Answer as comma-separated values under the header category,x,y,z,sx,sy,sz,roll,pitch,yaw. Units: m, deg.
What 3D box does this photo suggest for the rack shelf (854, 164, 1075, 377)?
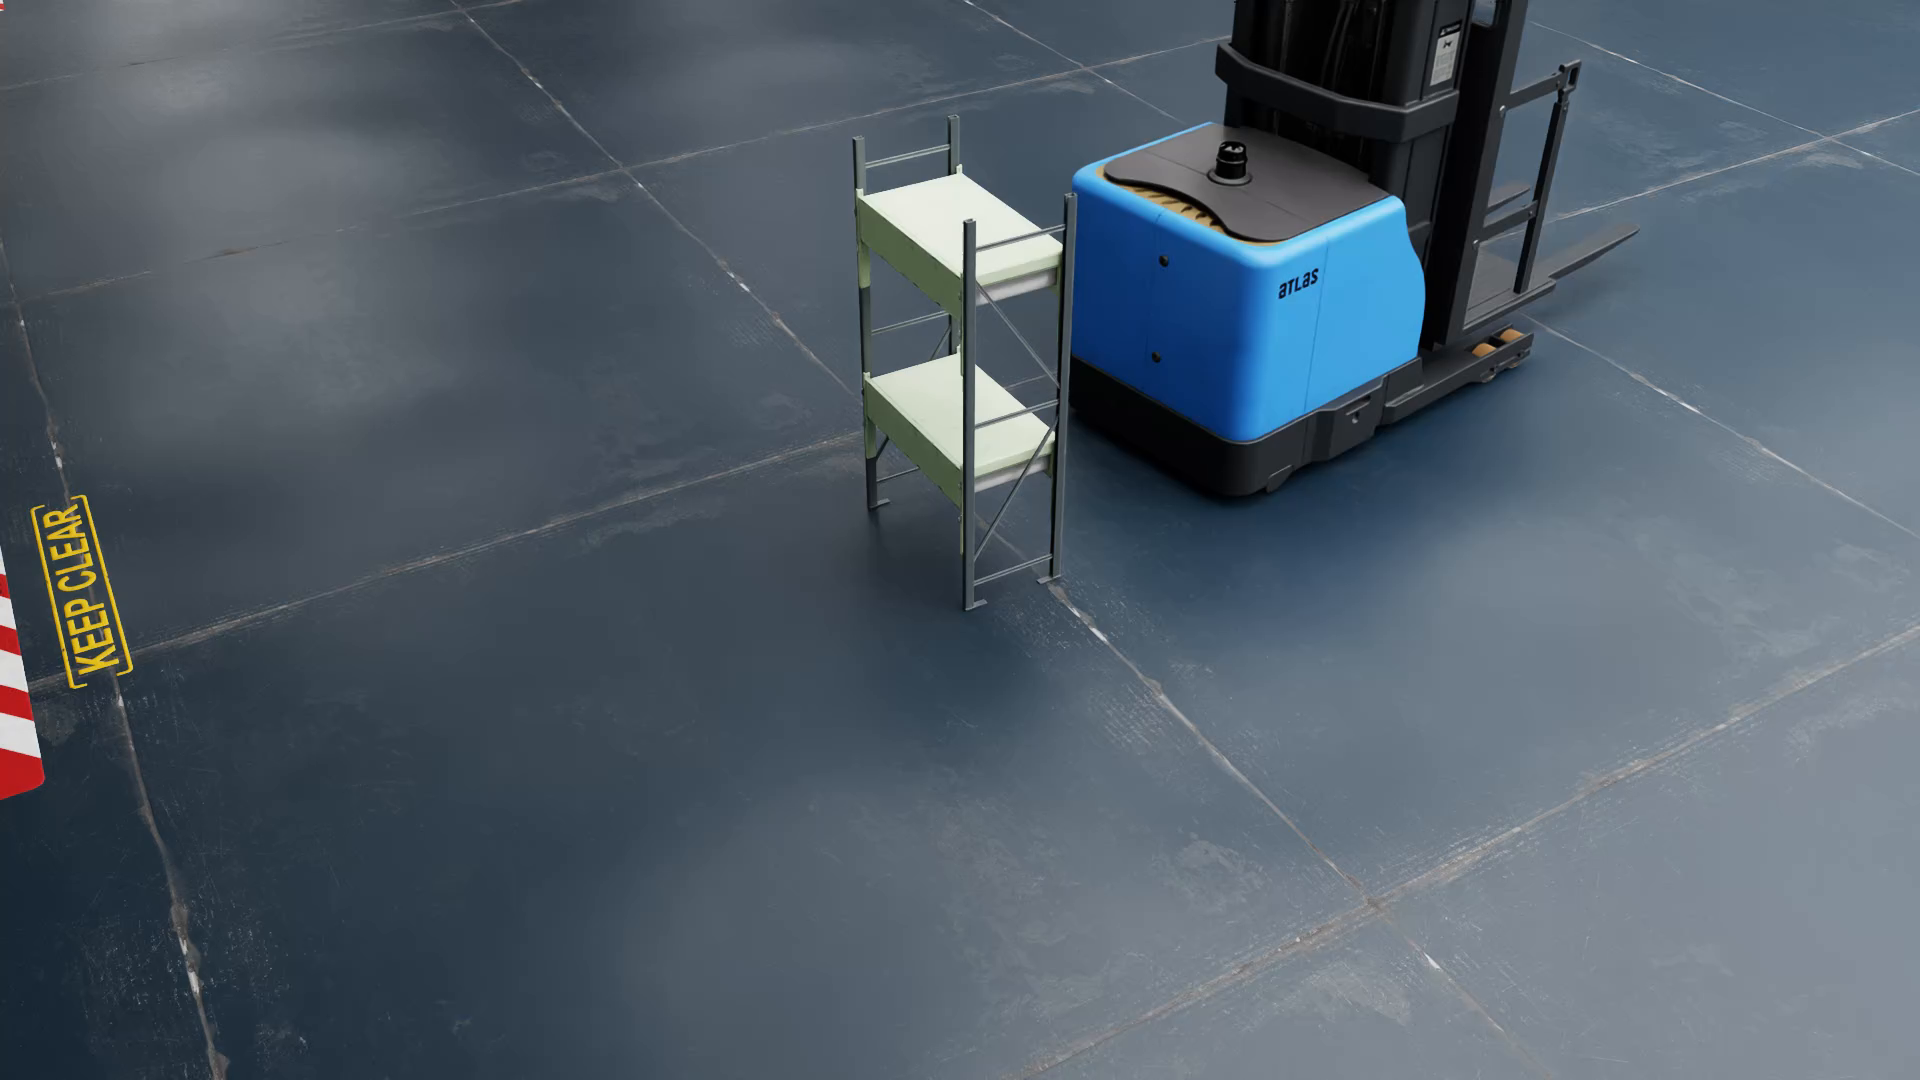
category,x,y,z,sx,sy,sz,roll,pitch,yaw
rack shelf,0.003,-0.917,5.573,0.431,0.370,0.720,-19,40,-24

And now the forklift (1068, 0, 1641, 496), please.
category,x,y,z,sx,sy,sz,roll,pitch,yaw
forklift,1.869,-2.077,6.608,3.031,2.935,1.130,-26,44,-31

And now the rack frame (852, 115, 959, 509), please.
category,x,y,z,sx,sy,sz,roll,pitch,yaw
rack frame,-0.181,-0.789,6.059,0.400,1.500,0.023,-19,40,-24

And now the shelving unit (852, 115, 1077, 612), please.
category,x,y,z,sx,sy,sz,roll,pitch,yaw
shelving unit,0.003,-0.602,5.803,0.431,1.500,0.755,-19,40,-24

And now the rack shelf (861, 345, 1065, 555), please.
category,x,y,z,sx,sy,sz,roll,pitch,yaw
rack shelf,0.003,-0.339,5.995,0.431,0.370,0.720,-19,40,-24

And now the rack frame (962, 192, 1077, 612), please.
category,x,y,z,sx,sy,sz,roll,pitch,yaw
rack frame,0.187,-0.416,5.547,0.400,1.500,0.023,-19,40,-24
